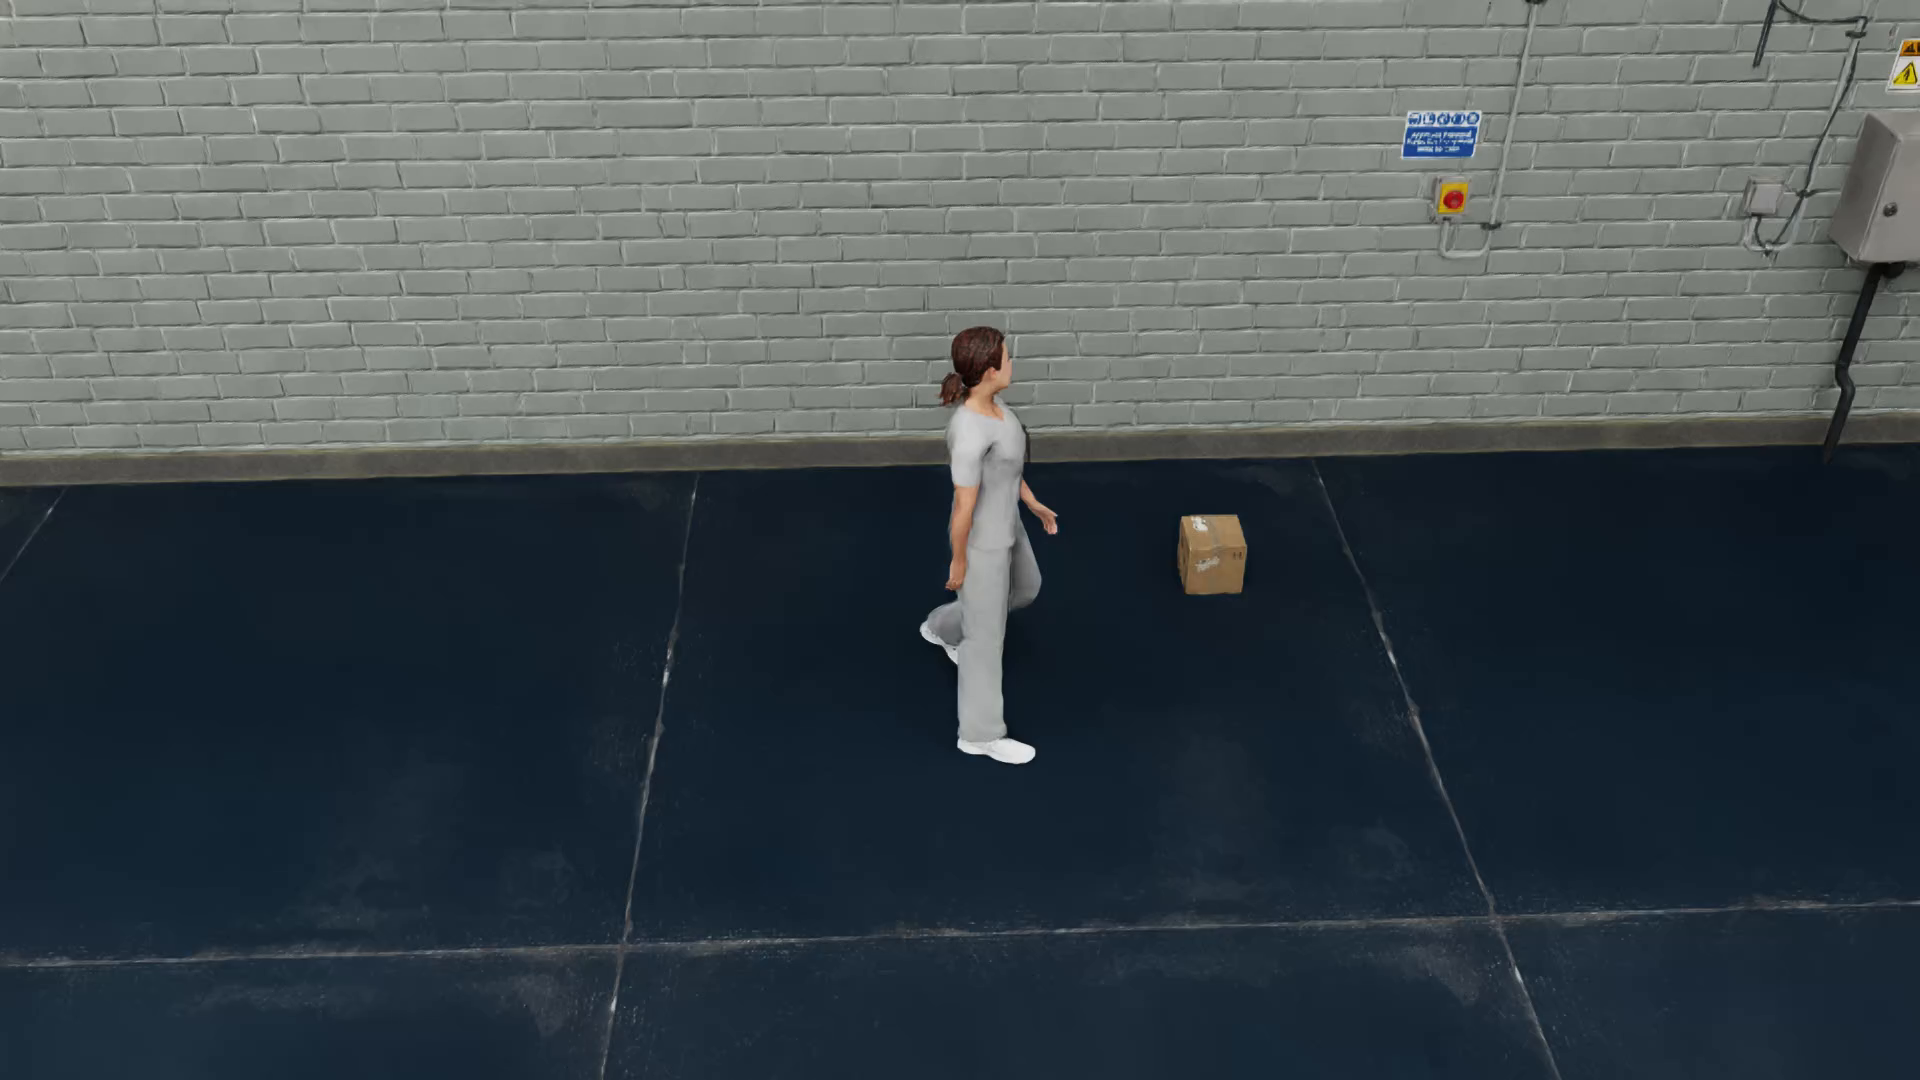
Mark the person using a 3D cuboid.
[{"bbox_3d":[0.092,0.009,6.156,0.540,1.649,0.631,2,35,3],"label":"person"}]
